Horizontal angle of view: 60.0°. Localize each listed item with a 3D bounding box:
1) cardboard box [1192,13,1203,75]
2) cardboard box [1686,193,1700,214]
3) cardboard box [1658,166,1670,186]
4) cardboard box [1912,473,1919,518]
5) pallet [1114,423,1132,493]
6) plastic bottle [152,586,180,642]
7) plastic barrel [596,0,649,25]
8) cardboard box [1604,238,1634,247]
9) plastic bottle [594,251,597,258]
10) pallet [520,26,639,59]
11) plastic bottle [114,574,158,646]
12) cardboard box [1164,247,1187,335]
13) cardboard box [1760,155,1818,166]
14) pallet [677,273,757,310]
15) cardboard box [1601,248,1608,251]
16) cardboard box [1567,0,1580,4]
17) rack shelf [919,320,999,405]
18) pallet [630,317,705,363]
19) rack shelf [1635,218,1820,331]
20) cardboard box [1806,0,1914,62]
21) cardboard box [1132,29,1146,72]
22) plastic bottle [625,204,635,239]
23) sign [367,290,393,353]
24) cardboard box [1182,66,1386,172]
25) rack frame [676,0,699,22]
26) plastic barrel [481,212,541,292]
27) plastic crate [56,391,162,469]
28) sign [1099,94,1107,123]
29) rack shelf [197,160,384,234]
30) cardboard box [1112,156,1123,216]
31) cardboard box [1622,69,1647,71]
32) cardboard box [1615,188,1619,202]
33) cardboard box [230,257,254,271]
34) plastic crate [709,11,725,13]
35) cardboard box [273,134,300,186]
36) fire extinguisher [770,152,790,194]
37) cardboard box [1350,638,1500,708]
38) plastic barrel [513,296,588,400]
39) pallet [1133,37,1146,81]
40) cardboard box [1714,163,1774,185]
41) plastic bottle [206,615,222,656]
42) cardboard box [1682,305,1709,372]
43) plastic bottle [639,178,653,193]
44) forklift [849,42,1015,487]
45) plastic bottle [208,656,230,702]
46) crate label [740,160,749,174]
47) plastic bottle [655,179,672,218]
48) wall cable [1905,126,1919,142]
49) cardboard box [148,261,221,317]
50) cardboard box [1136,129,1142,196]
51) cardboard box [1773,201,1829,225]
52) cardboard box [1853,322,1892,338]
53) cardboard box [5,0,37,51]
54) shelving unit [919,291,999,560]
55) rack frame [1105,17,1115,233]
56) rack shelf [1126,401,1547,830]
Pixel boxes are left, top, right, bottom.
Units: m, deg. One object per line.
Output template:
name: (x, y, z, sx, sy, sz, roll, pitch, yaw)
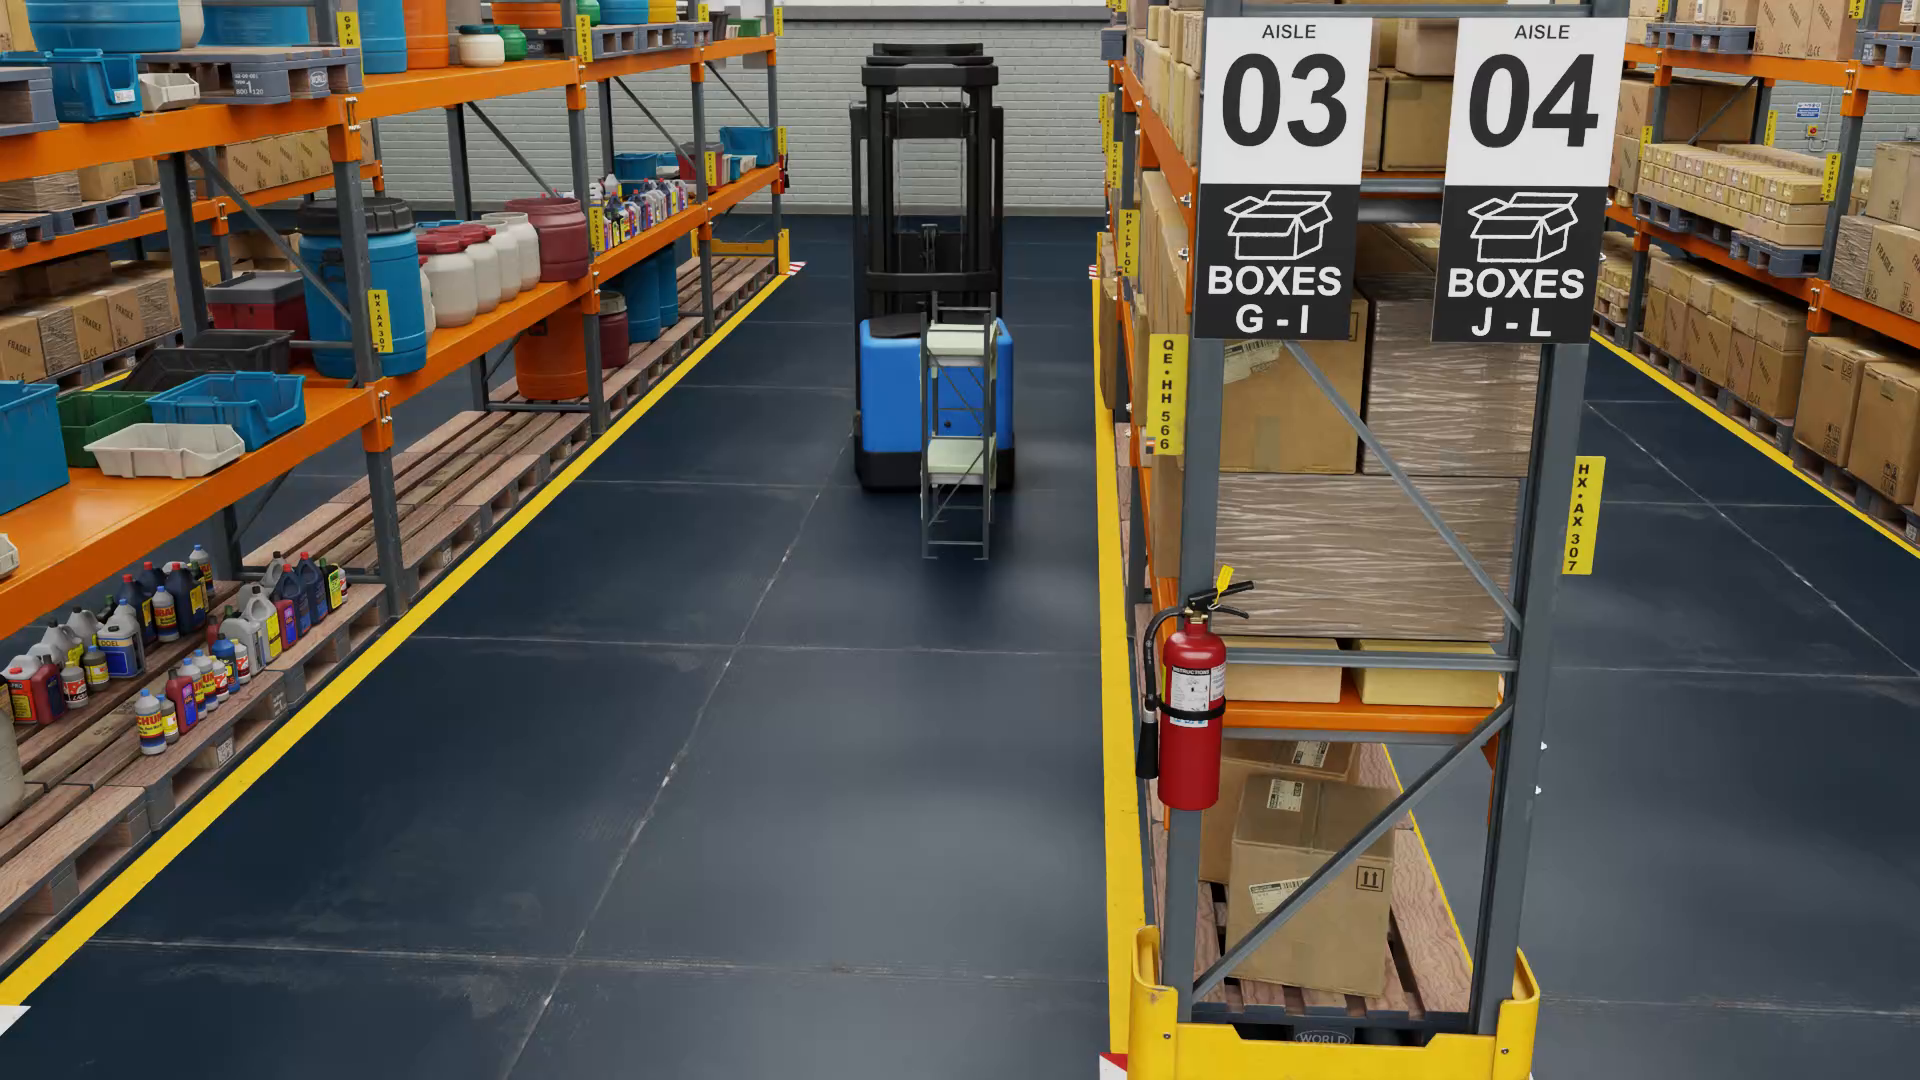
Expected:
cardboard box: (0.809, -1.302, 4.361, 0.380, 0.149, 0.250, 1, 18, 4)
cardboard box: (6.325, -2.812, 13.917, 0.380, 0.149, 0.250, 1, 18, 3)
cardboard box: (6.379, -3.198, 14.618, 0.380, 0.149, 0.250, 2, 18, 5)
cardboard box: (6.355, -0.390, 9.734, 1.050, 0.750, 0.750, 1, 18, 4)
pallet: (1.616, -0.582, 11.859, 1.003, 0.211, 1.213, 1, 18, 4)
plastic bottle: (-3.915, 0.359, 8.185, 0.097, 0.271, 0.097, 0, 18, 0)
plastic barrel: (-2.949, -4.832, 14.056, 0.600, 0.901, 0.708, 1, 18, 4)
cardboard box: (7.435, -3.289, 18.593, 0.380, 0.149, 0.250, 1, 18, 3)
plastic bottle: (-2.913, -2.328, 12.910, 0.152, 0.276, 0.135, 1, 18, 4)
pallet: (-3.114, -3.831, 12.784, 1.003, 0.211, 1.213, 1, 18, 4)
plastic bottle: (-4.038, 0.332, 8.140, 0.144, 0.351, 0.185, 1, 18, 2)
cardboard box: (0.923, -0.661, 5.378, 0.500, 0.500, 0.500, 1, 18, 4)
cardboard box: (6.988, -3.162, 14.029, 0.380, 0.149, 0.250, 1, 18, 2)
pallet: (-2.881, -2.786, 18.588, 1.003, 0.211, 1.213, 1, 18, 4)
cardboard box: (6.736, -3.055, 17.878, 0.380, 0.149, 0.250, 2, 18, 5)
cardboard box: (6.860, -5.791, 17.900, 0.500, 0.250, 0.500, 1, 18, 3)
rack shelf: (0.000, -1.081, 10.062, 0.431, 0.370, 0.720, 1, 18, 4)
pallet: (-3.076, -1.938, 16.000, 1.003, 0.211, 1.213, 1, 18, 4)
rack shelf: (6.757, -2.287, 13.740, 1.077, 0.370, 4.000, 1, 18, 4)
cardboard box: (6.401, -3.663, 11.808, 0.500, 0.500, 0.500, 1, 18, 4)
cardboard box: (1.322, -3.044, 10.319, 0.500, 0.250, 0.500, 2, 18, 5)
plastic bottle: (-2.785, -2.690, 14.001, 0.061, 0.283, 0.133, 1, 18, 4)
sign: (-3.005, -1.134, 8.621, 0.100, 0.325, 0.005, 1, 18, 4)
cardboard box: (0.882, -1.174, 4.613, 0.500, 0.250, 0.500, 2, 18, 5)
rack frame: (-2.980, -6.353, 15.360, 1.000, 3.000, 0.127, 1, 18, 4)
plastic barrel: (-3.127, -1.989, 11.496, 0.421, 0.512, 0.421, 0, 18, 0)
plastic crate: (-3.932, -0.502, 7.477, 0.450, 0.188, 0.662, 1, 18, 4)
sign: (1.694, -5.097, 19.645, 0.100, 0.325, 0.005, 1, 18, 4)
rack shelf: (-7.777, -3.893, 18.643, 1.077, 0.370, 4.000, 1, 18, 4)
cardboard box: (1.678, -3.302, 15.522, 0.500, 0.500, 0.500, 1, 18, 4)
cardboard box: (7.403, -5.008, 18.646, 0.500, 0.500, 0.500, 1, 18, 3)
cardboard box: (6.676, -3.388, 16.350, 0.380, 0.149, 0.250, 2, 18, 6)
cardboard box: (-8.108, -2.962, 18.256, 0.500, 0.311, 0.500, 1, 18, 4)
plastic crate: (-2.998, -5.995, 19.293, 0.497, 0.269, 0.590, 1, 18, 4)
cardboard box: (-7.540, -4.128, 18.044, 0.500, 0.500, 0.500, 1, 18, 4)
fire extinguisher: (-2.229, -4.567, 20.268, 0.296, 0.674, 0.183, 1, 18, 4)
cardboard box: (1.359, 0.371, 4.876, 0.380, 0.149, 0.250, 1, 18, 4)
plastic barrel: (-3.248, -1.581, 13.240, 0.600, 0.830, 0.708, 1, 18, 4)
pallet: (1.609, -2.755, 9.497, 1.213, 0.211, 1.003, 1, 18, 4)
cardboard box: (6.287, -2.934, 13.334, 0.380, 0.149, 0.250, 2, 18, 7)
plastic bottle: (-3.471, 0.479, 7.801, 0.061, 0.283, 0.133, 1, 18, 4)
cardboard box: (6.523, -1.710, 14.166, 0.500, 0.500, 0.500, 2, 18, 5)
plastic bottle: (-2.876, -3.132, 15.243, 0.144, 0.351, 0.185, 1, 18, 4)
forklift: (-0.252, -2.165, 12.322, 1.130, 2.935, 3.031, -1, 18, -4)
plastic bottle: (-3.360, 0.621, 7.498, 0.097, 0.201, 0.097, 0, 18, 0)
crate label: (-2.601, -4.214, 18.793, 0.396, 0.136, 0.243, 1, 18, 4)
plastic bottle: (-2.732, -3.129, 15.233, 0.144, 0.351, 0.185, 1, 18, 4)
wall cable: (13.928, -6.619, 24.176, 0.588, 1.984, 0.122, 1, 18, 4)
cardboard box: (-7.669, -2.476, 16.469, 0.500, 0.500, 0.500, 1, 18, 4)
cardboard box: (1.742, -2.900, 12.686, 0.797, 0.503, 0.637, 2, 18, 6)
cardboard box: (6.195, -2.392, 12.159, 0.380, 0.149, 0.250, 2, 18, 5)
cardboard box: (6.905, -1.584, 12.576, 0.500, 0.250, 0.500, 0, 18, 1)
cardboard box: (-8.135, -4.301, 13.753, 0.910, 0.500, 0.500, 1, 18, 4)
shelving unit: (0.000, -0.711, 10.183, 0.431, 1.500, 0.755, 1, 18, 4)
rack frame: (2.247, -4.634, 19.748, 1.000, 3.000, 0.127, 1, 18, 4)
rack shelf: (1.244, 0.056, 6.591, 1.077, 0.370, 4.000, 1, 18, 4)
